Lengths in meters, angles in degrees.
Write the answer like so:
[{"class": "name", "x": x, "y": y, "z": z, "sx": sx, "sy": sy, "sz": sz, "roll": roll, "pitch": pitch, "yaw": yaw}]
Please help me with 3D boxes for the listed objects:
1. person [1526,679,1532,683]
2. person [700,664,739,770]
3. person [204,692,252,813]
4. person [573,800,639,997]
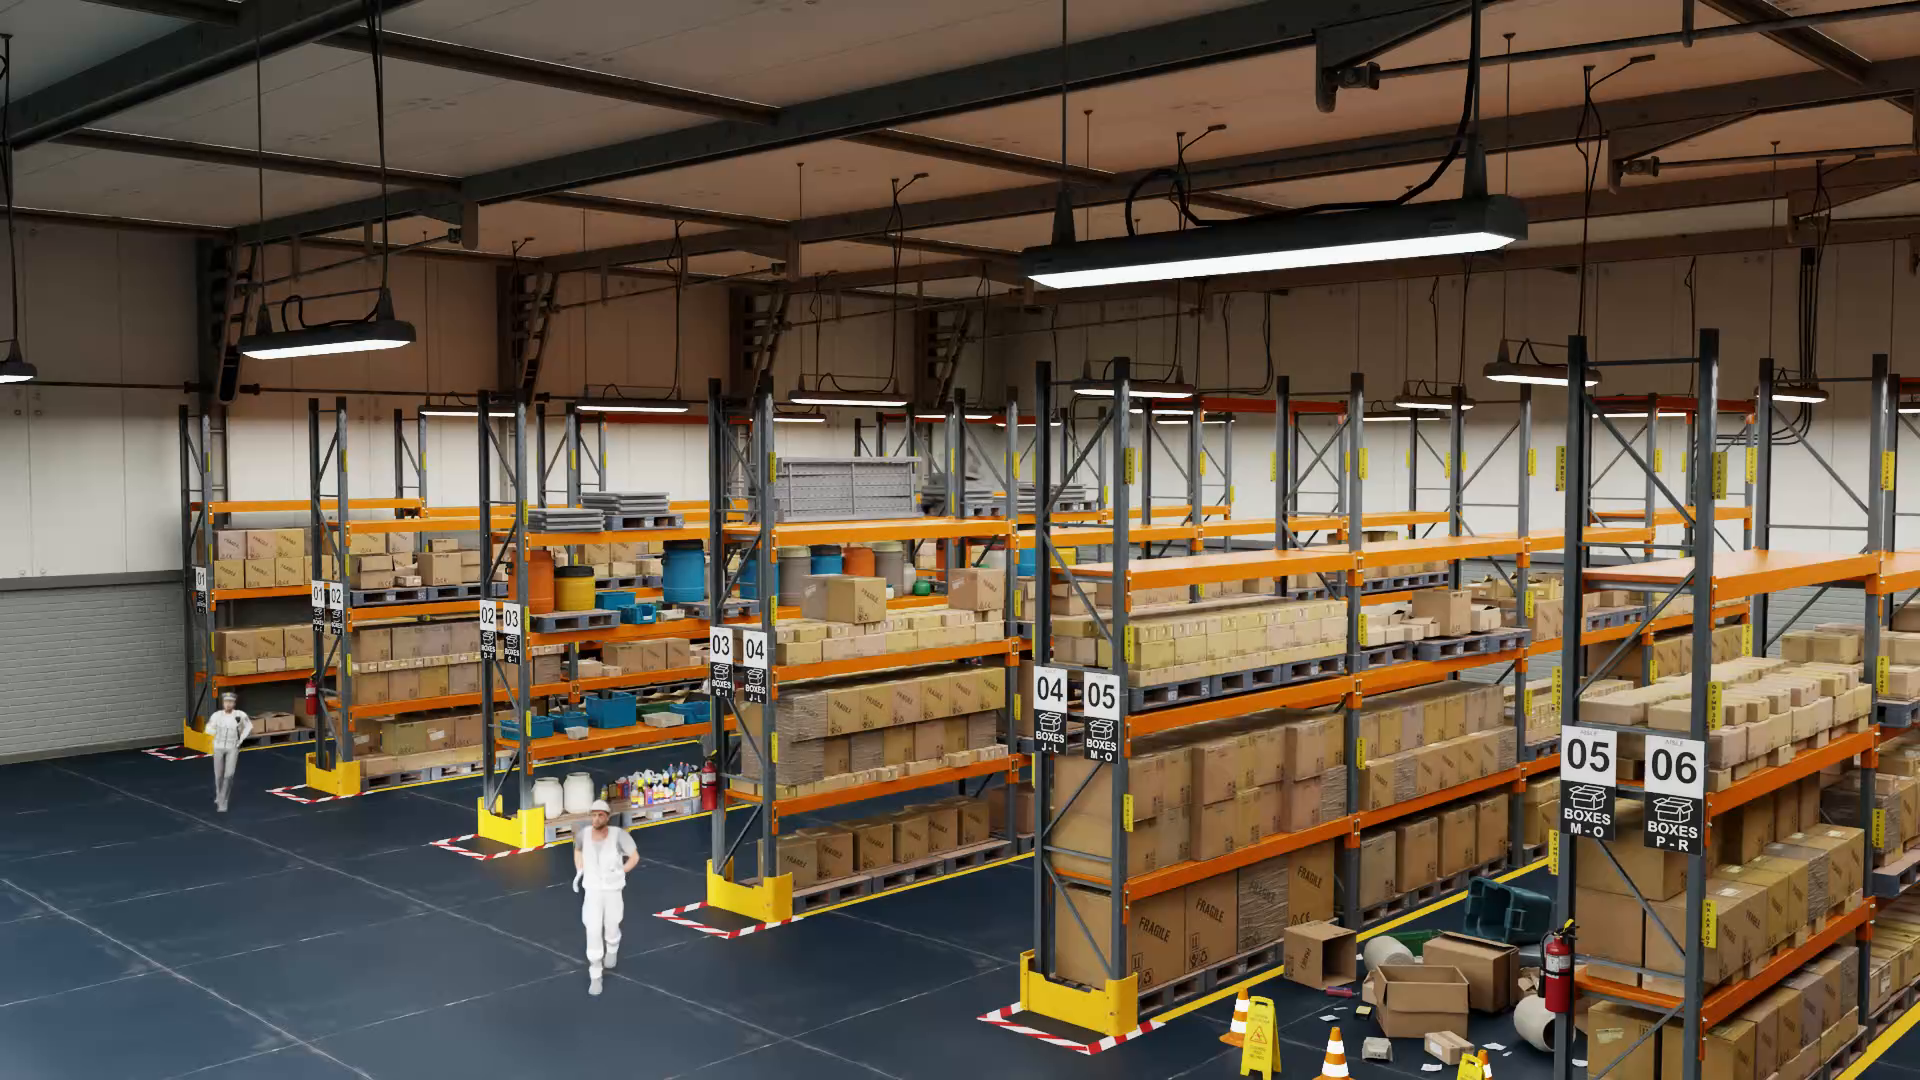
[{"class": "person", "x": 8.783, "y": 2.978, "z": 25.844, "sx": 0.583, "sy": 1.641, "sz": 0.574, "roll": -3, "pitch": 4, "yaw": -45}, {"class": "person", "x": -3.965, "y": 2.867, "z": 27.023, "sx": 0.694, "sy": 1.764, "sz": 0.748, "roll": 3, "pitch": 4, "yaw": 42}, {"class": "person", "x": -10.610, "y": 3.063, "z": 24.115, "sx": 0.613, "sy": 1.751, "sz": 0.721, "roll": -1, "pitch": 3, "yaw": -15}, {"class": "person", "x": -3.440, "y": 3.413, "z": 16.179, "sx": 0.648, "sy": 1.824, "sz": 0.860, "roll": 0, "pitch": 3, "yaw": -4}]
